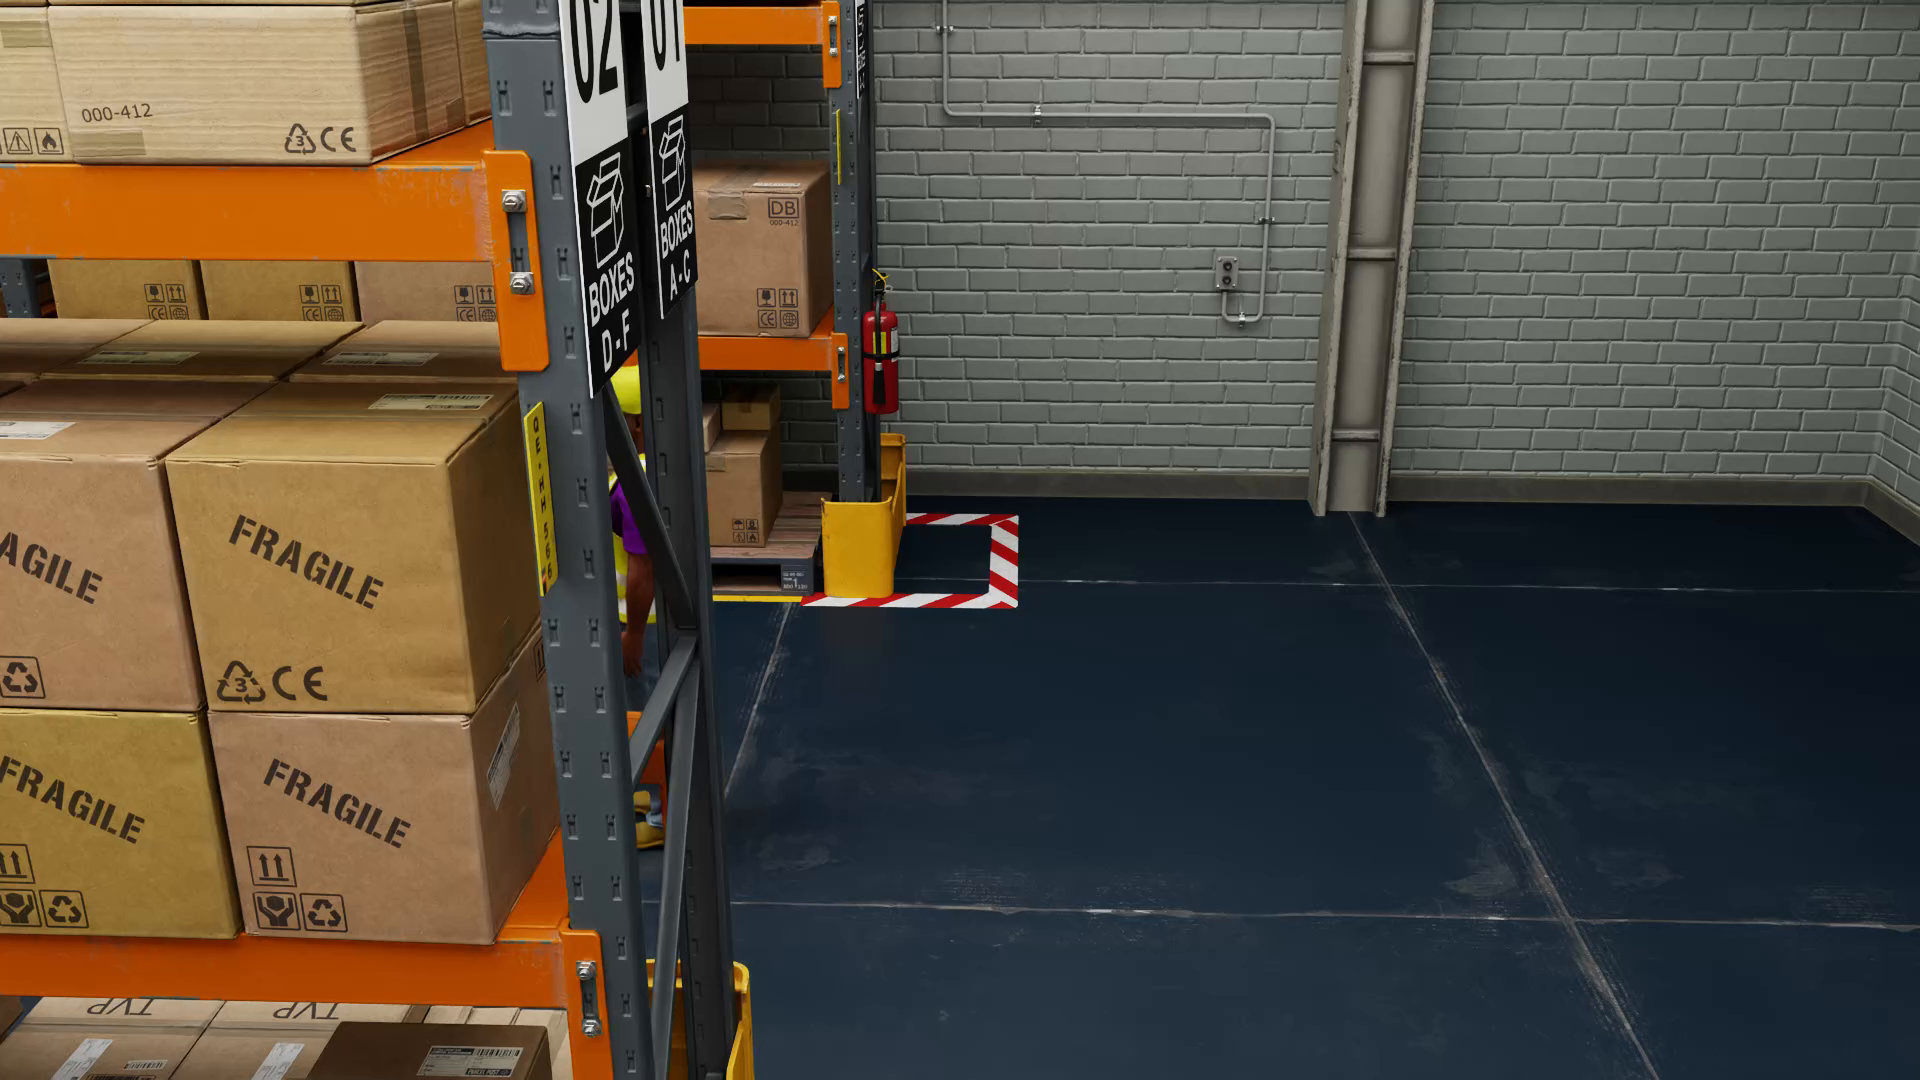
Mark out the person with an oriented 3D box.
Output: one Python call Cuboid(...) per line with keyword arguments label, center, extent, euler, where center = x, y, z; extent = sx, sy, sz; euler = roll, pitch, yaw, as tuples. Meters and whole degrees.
Cuboid(label="person", center=(-1.102, 0.241, 5.901), extent=(0.368, 1.767, 0.563), euler=(1, 21, 3))
